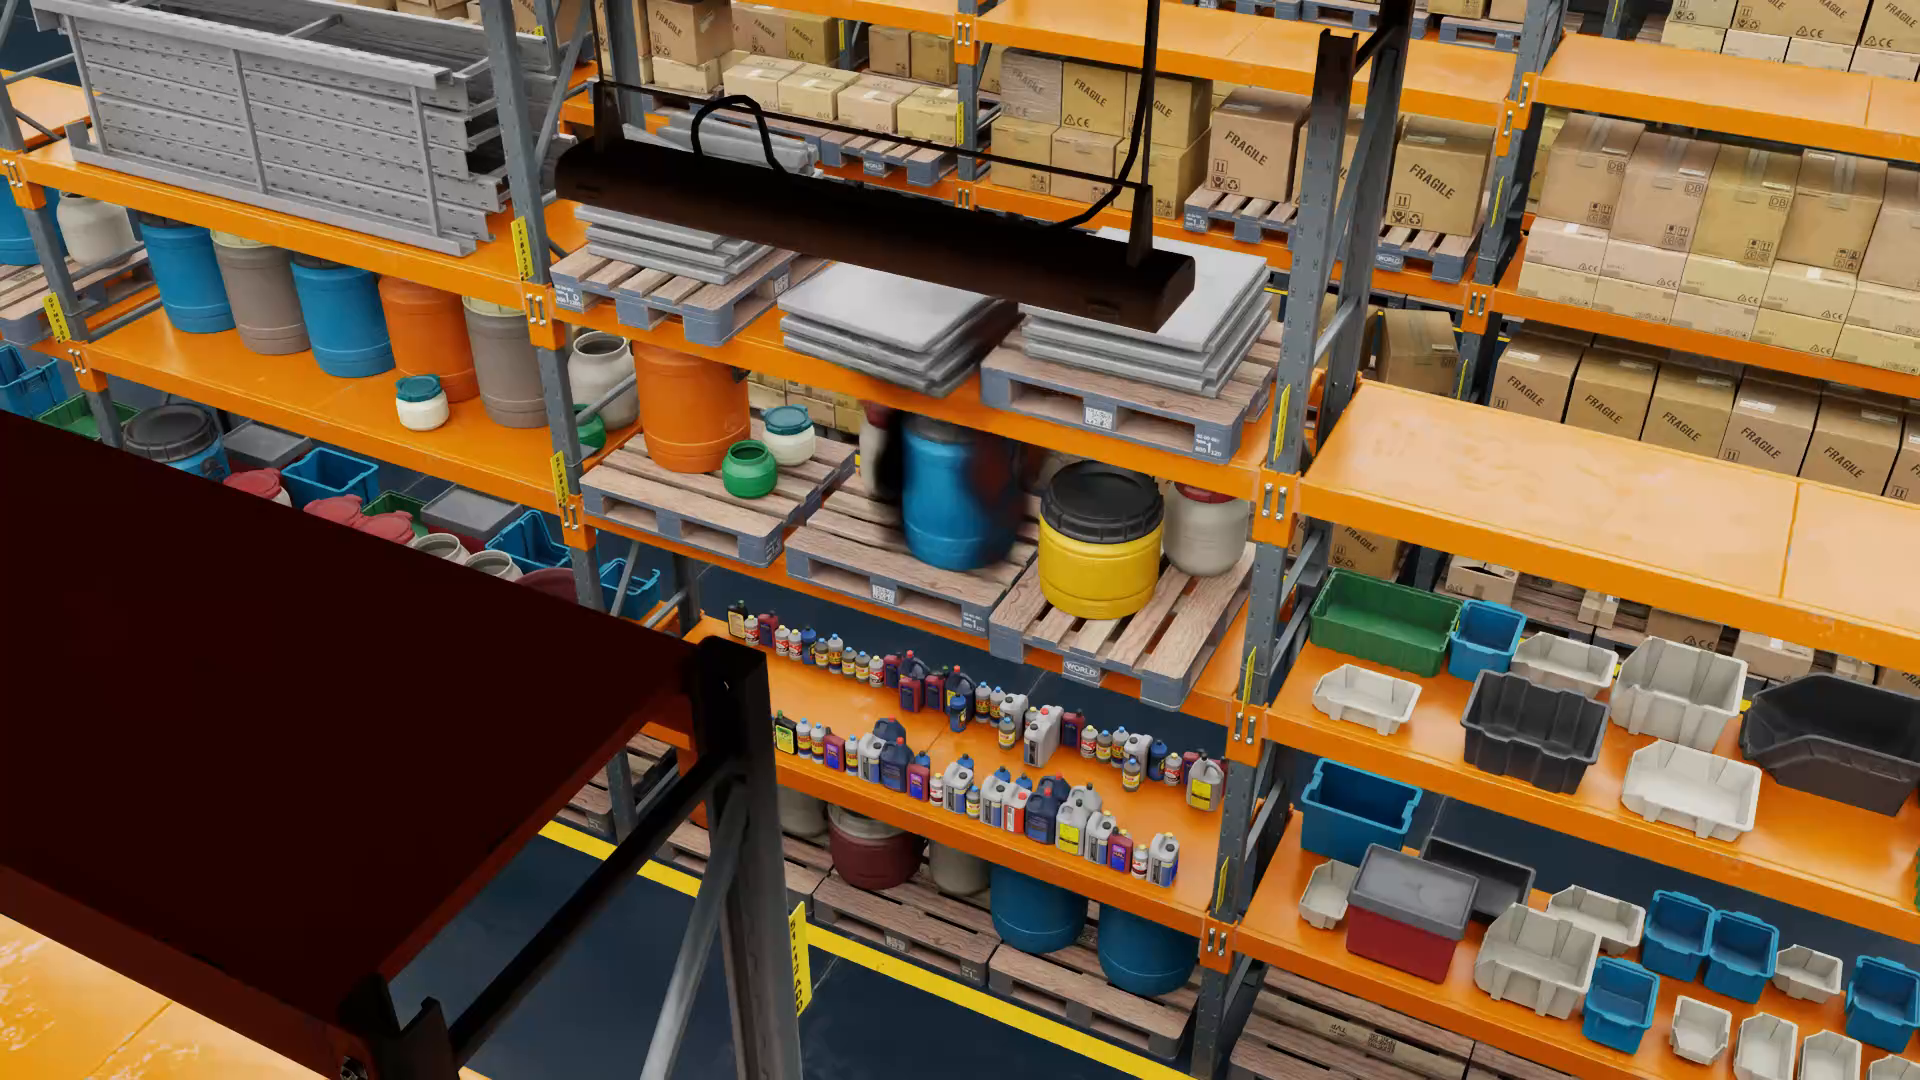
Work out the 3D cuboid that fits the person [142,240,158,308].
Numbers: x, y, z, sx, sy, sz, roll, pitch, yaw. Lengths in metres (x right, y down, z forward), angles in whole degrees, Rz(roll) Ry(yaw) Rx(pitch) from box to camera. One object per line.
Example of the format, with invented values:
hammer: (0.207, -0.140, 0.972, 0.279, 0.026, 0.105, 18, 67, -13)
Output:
person: (-7.349, -2.301, 15.685, 0.624, 1.854, 0.374, 10, 36, 14)
